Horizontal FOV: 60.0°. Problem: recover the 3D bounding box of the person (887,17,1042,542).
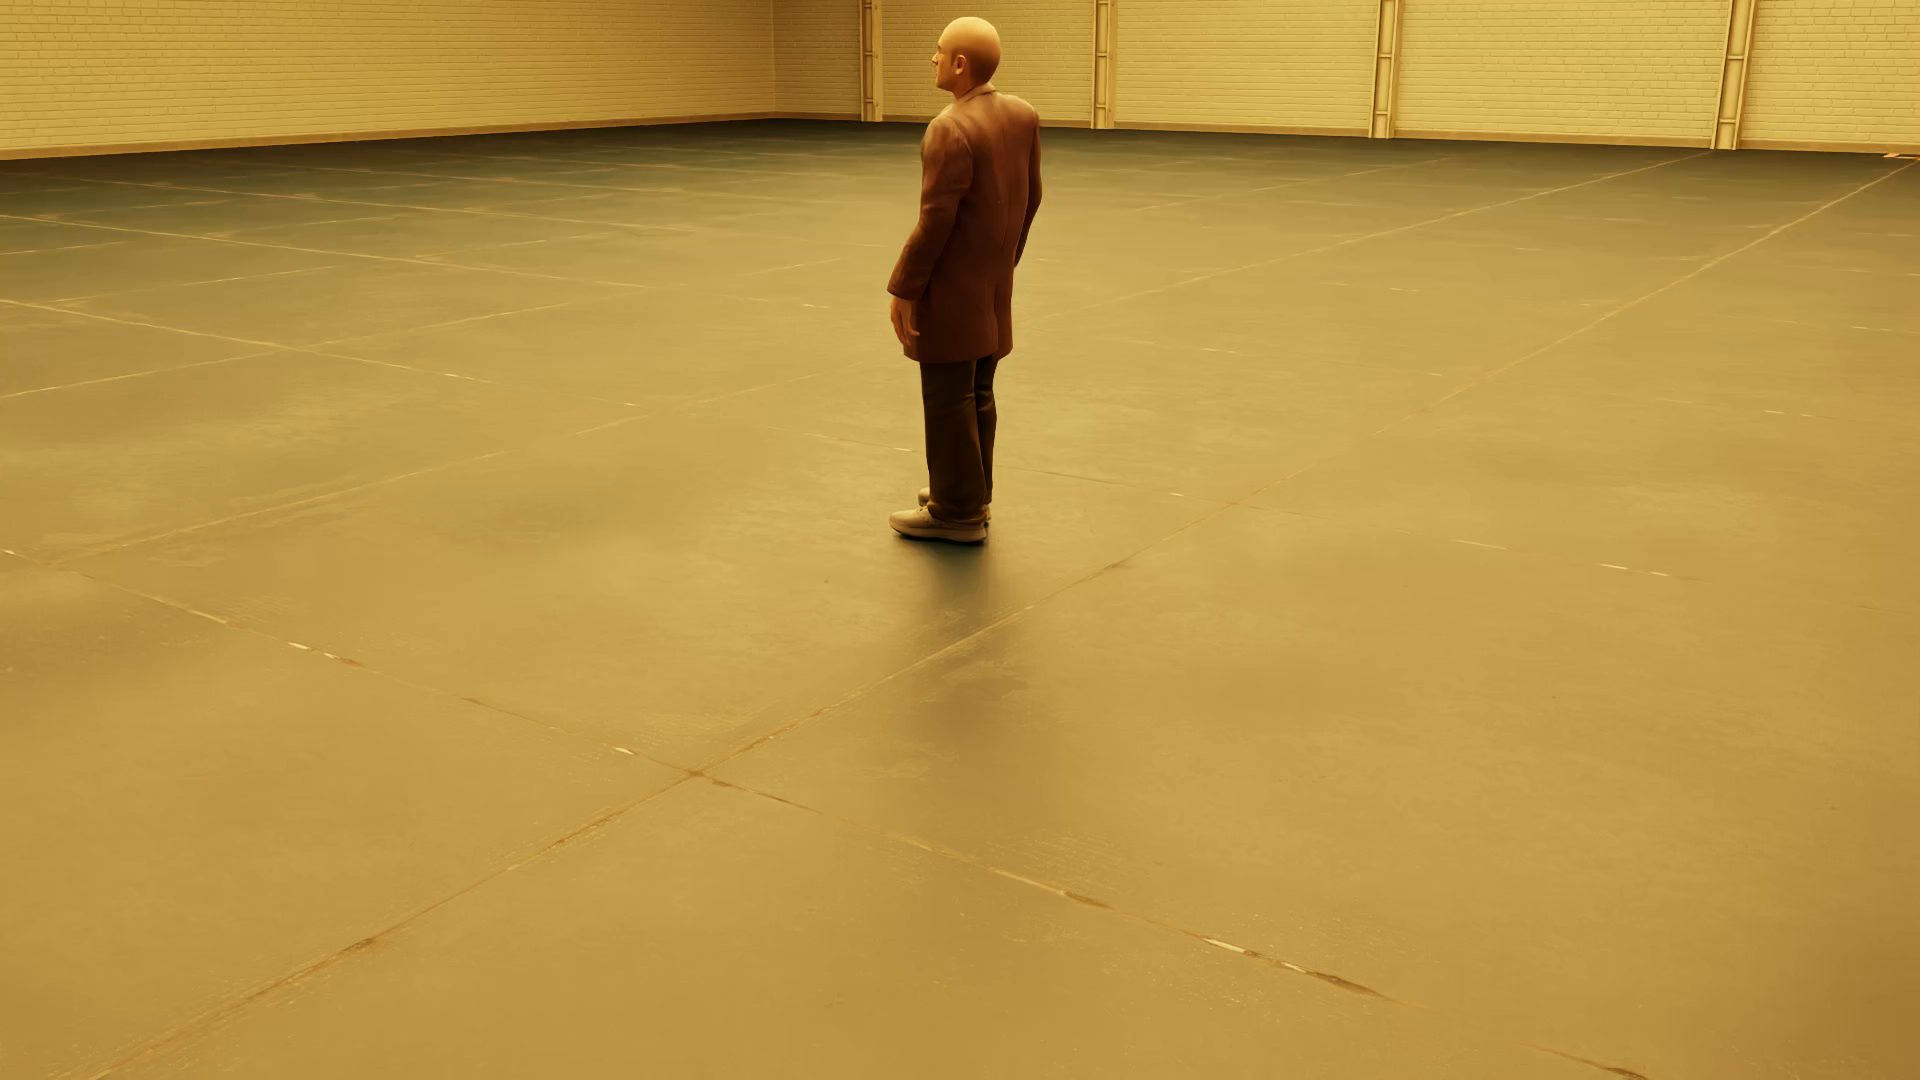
[{"bbox_3d":[-0.072,-0.874,5.745,0.582,1.775,0.696,11,20,33],"label":"person"}]
